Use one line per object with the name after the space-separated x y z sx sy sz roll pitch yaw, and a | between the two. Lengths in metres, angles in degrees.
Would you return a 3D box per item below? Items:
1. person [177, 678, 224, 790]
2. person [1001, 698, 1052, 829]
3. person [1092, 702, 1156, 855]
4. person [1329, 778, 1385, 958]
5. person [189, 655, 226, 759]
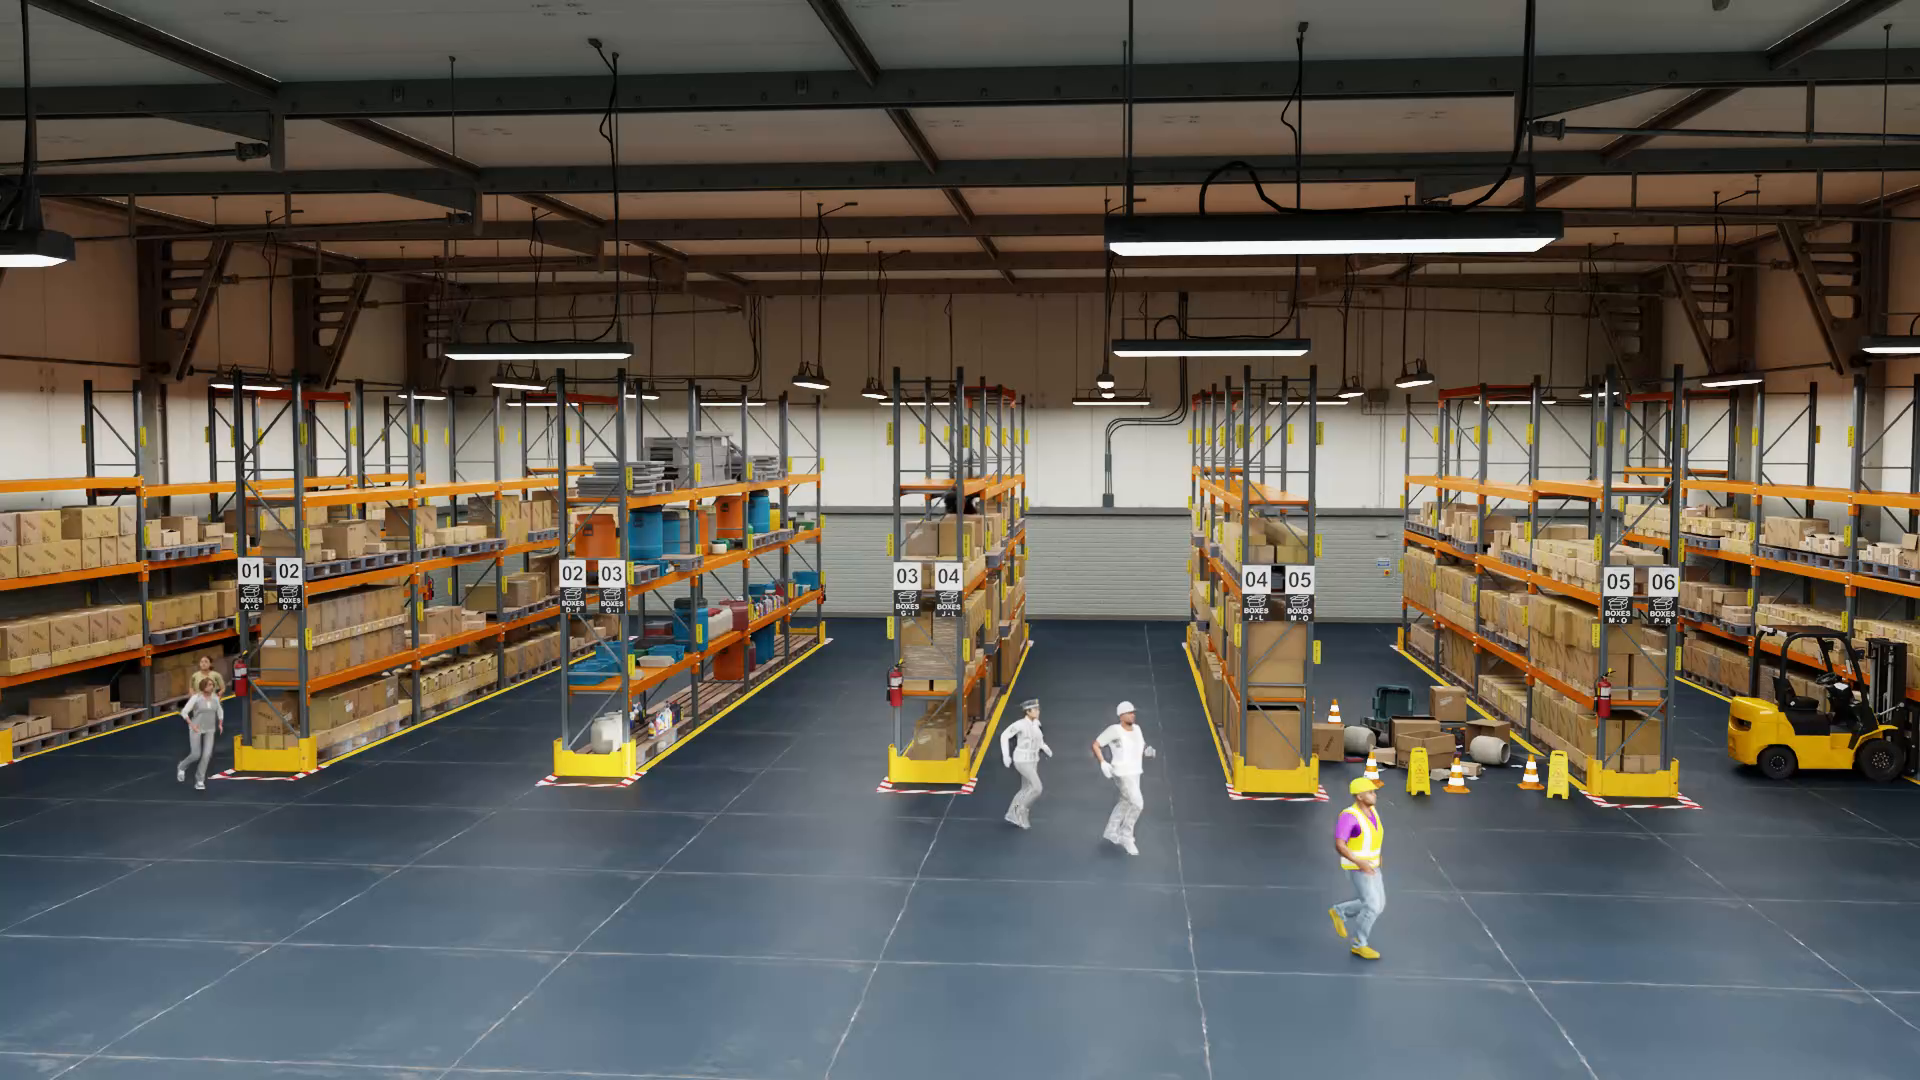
-10.840 2.747 23.834 0.645 1.555 0.600 3 5 40 | person
0.855 2.861 21.285 0.673 1.690 0.613 2 4 33 | person
2.017 2.867 20.076 0.758 1.832 0.659 3 5 39 | person
3.827 3.143 16.109 0.602 1.714 0.733 3 4 37 | person
-11.712 2.589 25.829 0.567 1.621 0.546 -1 4 -10 | person
